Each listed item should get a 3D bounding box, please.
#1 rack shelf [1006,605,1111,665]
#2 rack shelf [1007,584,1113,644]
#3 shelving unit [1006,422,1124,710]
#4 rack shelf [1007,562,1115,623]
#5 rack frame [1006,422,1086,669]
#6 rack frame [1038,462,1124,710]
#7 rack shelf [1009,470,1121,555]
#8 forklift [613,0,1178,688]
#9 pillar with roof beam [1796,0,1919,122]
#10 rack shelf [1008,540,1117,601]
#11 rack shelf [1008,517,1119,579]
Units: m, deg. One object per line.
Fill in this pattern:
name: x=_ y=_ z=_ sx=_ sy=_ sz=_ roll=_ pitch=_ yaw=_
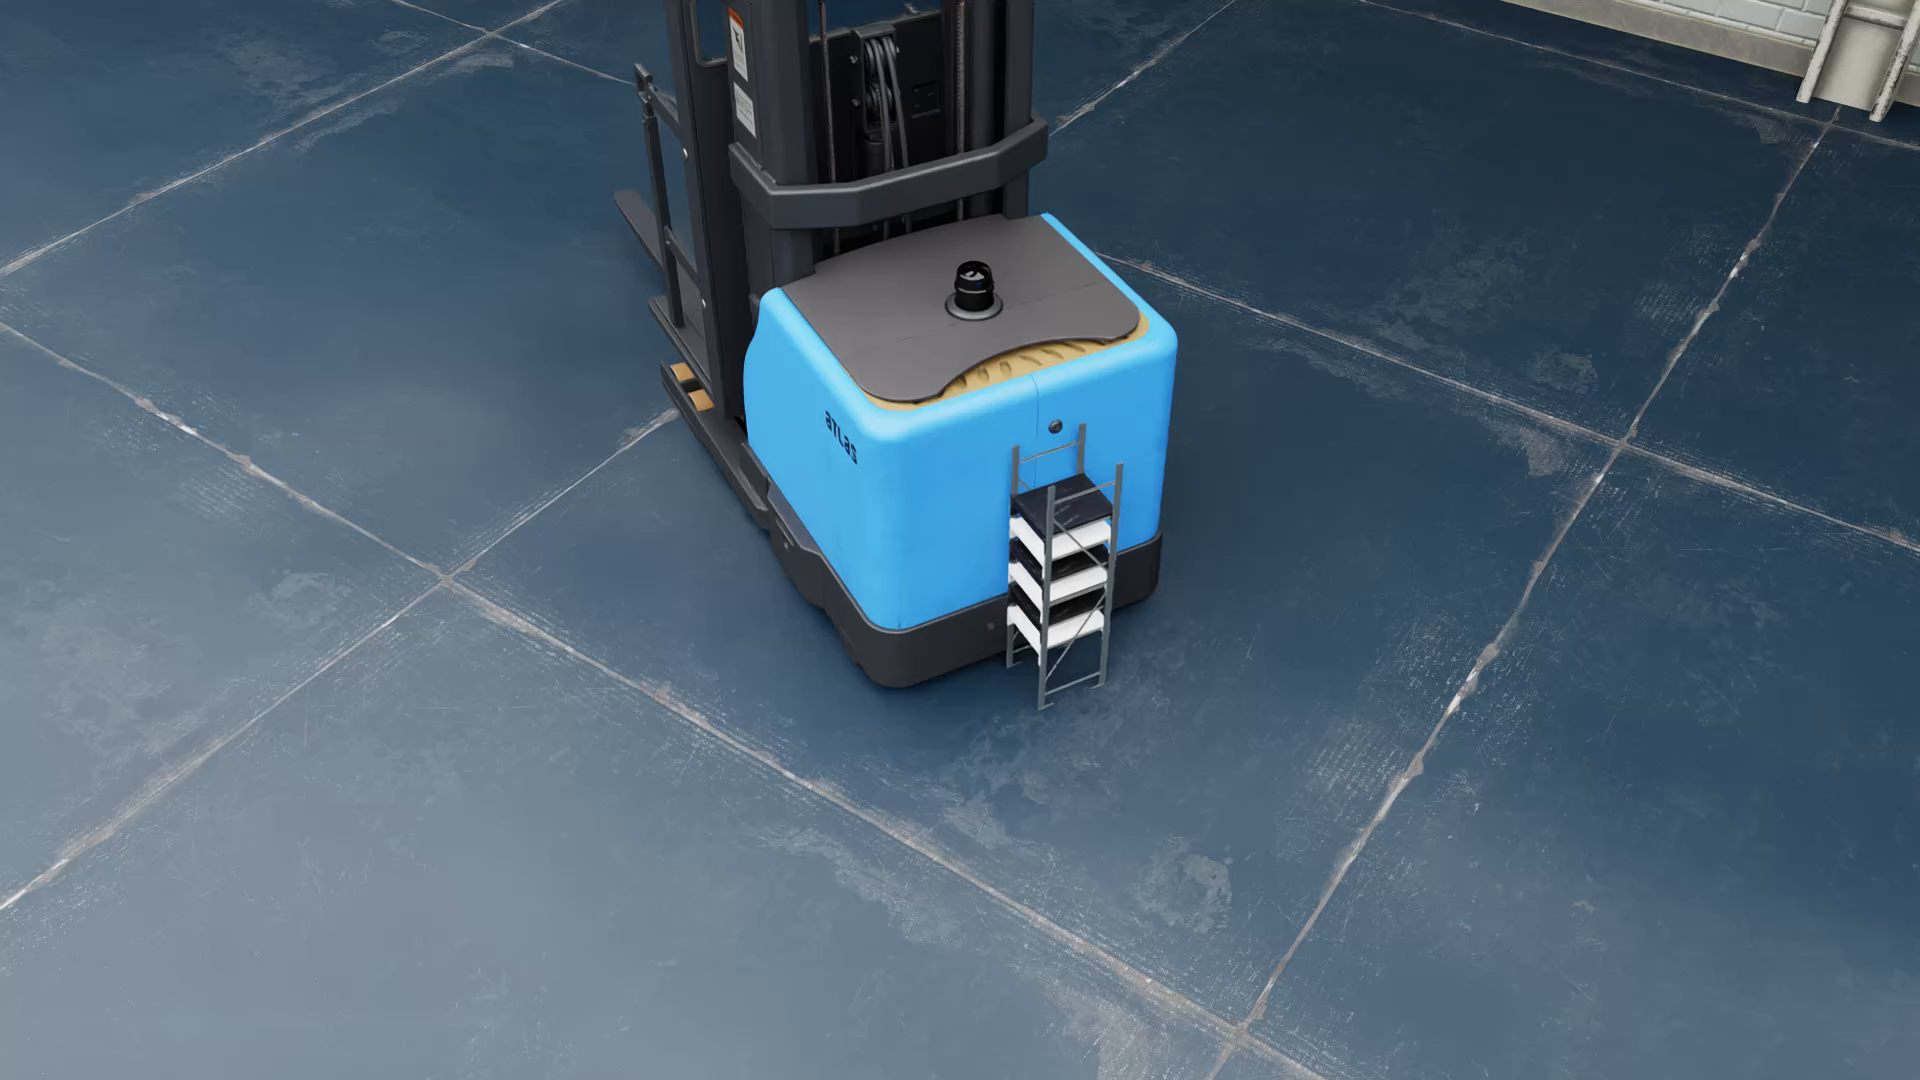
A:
rack shelf: x=0.302 y=0.254 z=5.111 sx=0.258 sy=0.077 sz=0.200 roll=-19 pitch=45 yaw=-20
rack shelf: x=0.302 y=0.187 z=5.051 sx=0.258 sy=0.077 sz=0.200 roll=-19 pitch=45 yaw=-20
shelving unit: x=0.302 y=0.095 z=4.969 sx=0.258 sy=0.900 sz=0.210 roll=-19 pitch=45 yaw=-20
rack shelf: x=0.302 y=0.120 z=4.991 sx=0.258 sy=0.077 sz=0.200 roll=-19 pitch=45 yaw=-20
rack frame: x=0.255 y=0.035 z=5.036 sx=0.240 sy=0.900 sz=0.006 roll=-19 pitch=45 yaw=-20
rack frame: x=0.349 y=0.155 z=4.901 sx=0.240 sy=0.900 sz=0.006 roll=-19 pitch=45 yaw=-20
rack shelf: x=0.302 y=-0.081 z=4.811 sx=0.258 sy=0.077 sz=0.200 roll=-19 pitch=45 yaw=-20
forklift: x=-0.475 y=-1.614 z=5.356 sx=1.130 sy=2.935 sz=3.031 roll=-19 pitch=45 yaw=-20
pillar with roof beam: x=1.881 y=-3.171 z=2.546 sx=0.400 sy=9.000 sz=9.100 roll=25 pitch=48 yaw=25
rack shelf: x=0.302 y=0.053 z=4.931 sx=0.258 sy=0.077 sz=0.200 roll=-19 pitch=45 yaw=-20
rack shelf: x=0.302 y=-0.014 z=4.871 sx=0.258 sy=0.077 sz=0.200 roll=-19 pitch=45 yaw=-20
